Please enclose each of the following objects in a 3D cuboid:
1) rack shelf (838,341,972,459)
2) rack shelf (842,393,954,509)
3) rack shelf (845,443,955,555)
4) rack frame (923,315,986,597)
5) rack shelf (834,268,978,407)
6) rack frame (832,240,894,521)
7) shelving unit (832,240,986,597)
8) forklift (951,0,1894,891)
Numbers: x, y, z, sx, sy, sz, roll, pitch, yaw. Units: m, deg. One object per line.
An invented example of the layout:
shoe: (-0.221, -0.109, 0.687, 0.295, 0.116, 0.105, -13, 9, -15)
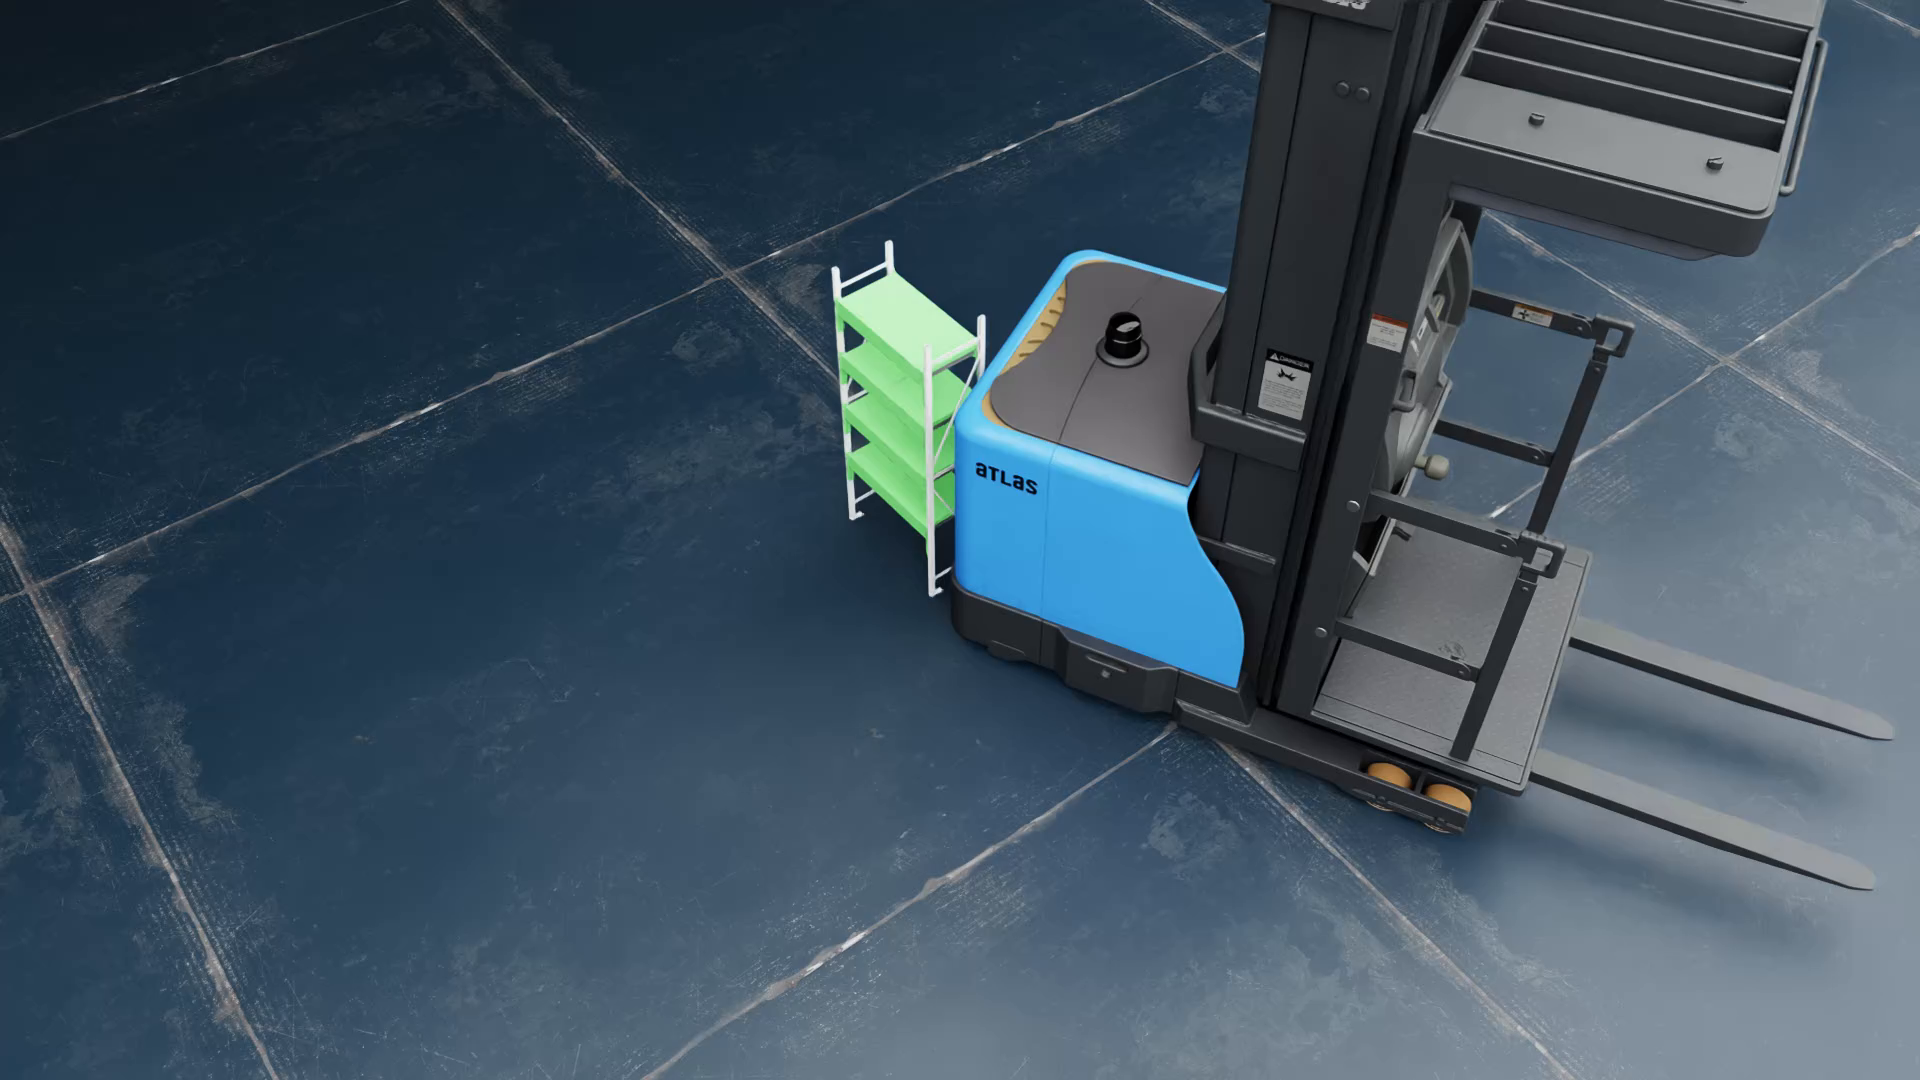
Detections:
rack shelf: (-0.169, -0.513, 5.667, 0.258, 0.148, 0.480, -31, 55, -25)
rack shelf: (-0.169, -0.352, 5.845, 0.258, 0.148, 0.480, -31, 55, -25)
rack shelf: (-0.169, -0.190, 6.023, 0.258, 0.148, 0.480, -31, 55, -25)
rack frame: (-0.017, -0.254, 5.670, 0.240, 1.200, 0.015, -31, 55, -25)
rack shelf: (-0.169, -0.674, 5.489, 0.258, 0.148, 0.480, -31, 55, -25)
rack frame: (-0.322, -0.535, 5.926, 0.240, 1.200, 0.015, -31, 55, -25)
shelving unit: (-0.169, -0.394, 5.798, 0.258, 1.200, 0.503, -31, 55, -25)
forklift: (1.524, -0.490, 4.716, 3.031, 2.935, 1.130, 20, 51, 17)
